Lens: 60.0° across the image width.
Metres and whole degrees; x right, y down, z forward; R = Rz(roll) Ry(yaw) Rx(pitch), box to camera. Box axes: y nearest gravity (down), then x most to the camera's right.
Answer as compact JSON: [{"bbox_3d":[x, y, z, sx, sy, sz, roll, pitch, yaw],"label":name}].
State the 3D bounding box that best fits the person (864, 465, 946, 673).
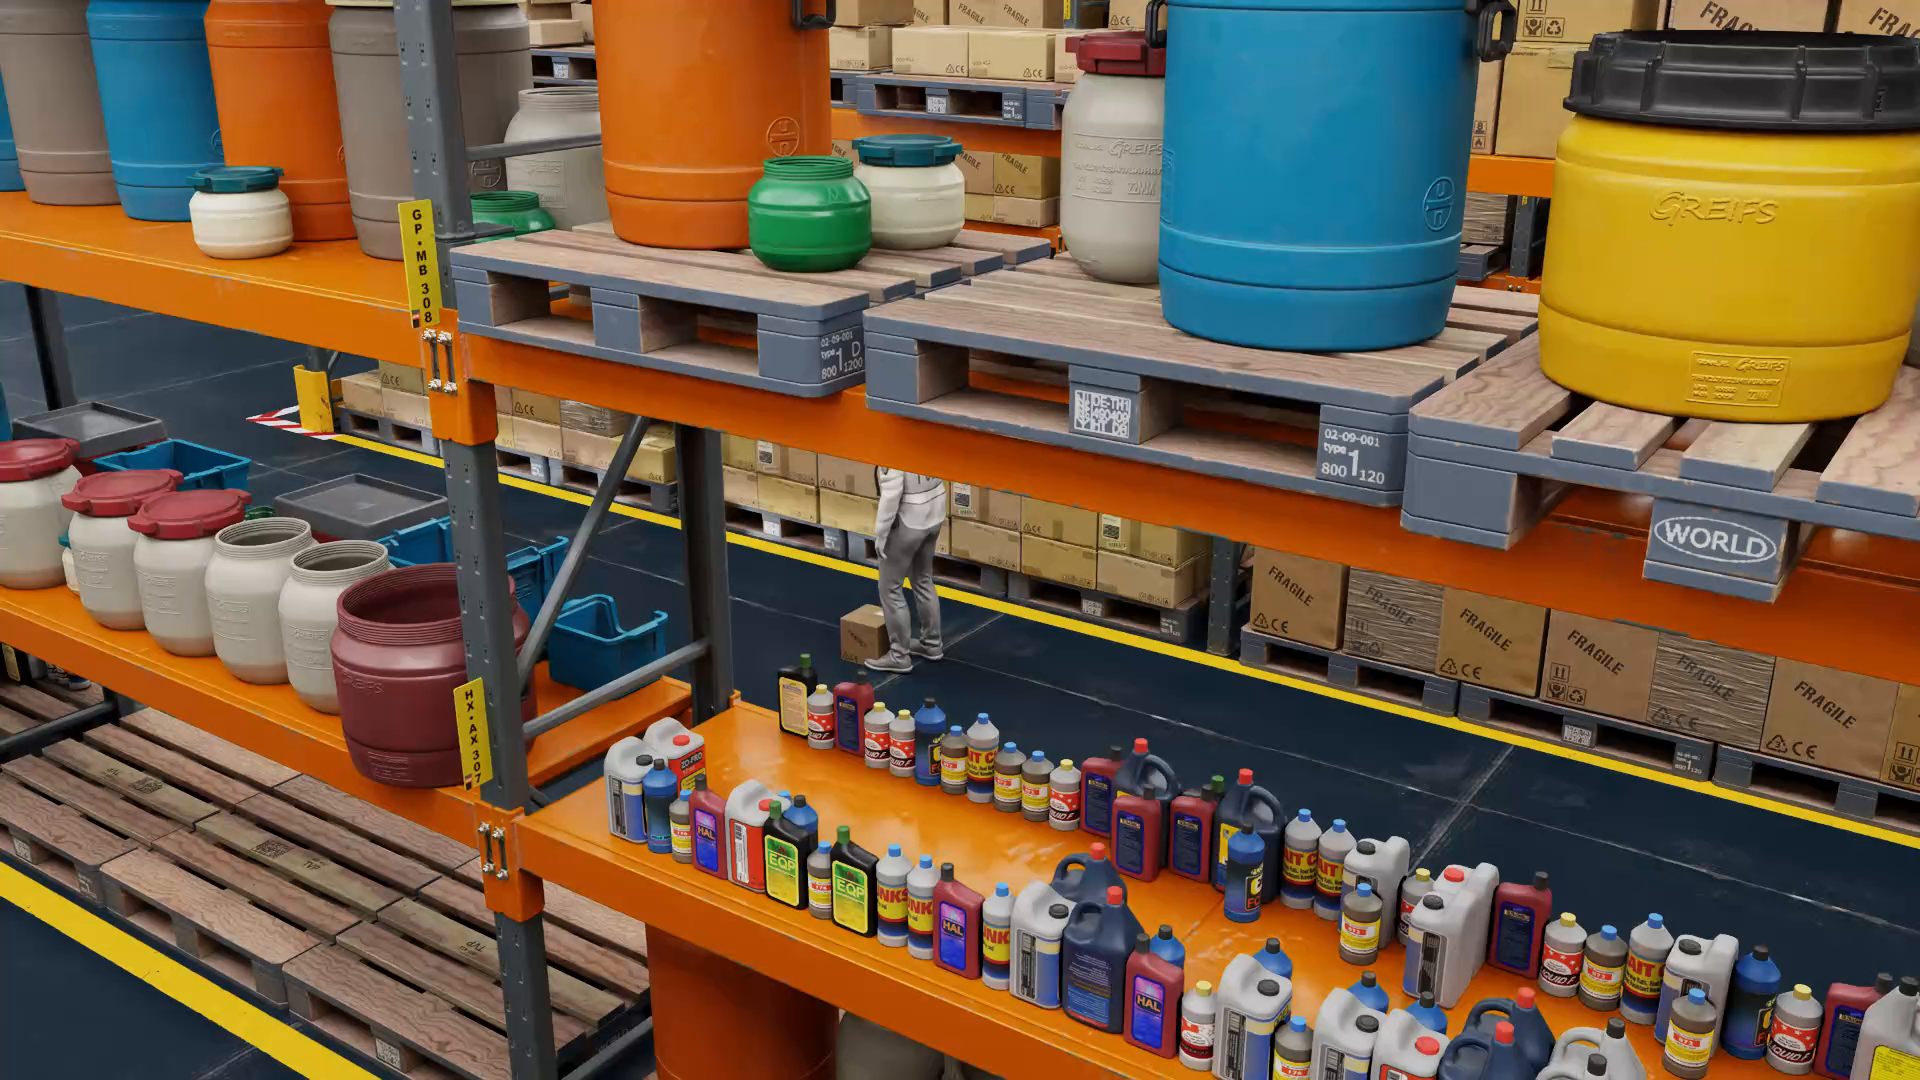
[{"bbox_3d":[-0.299,-0.090,8.817,0.415,1.662,0.540,12,23,29],"label":"person"}]
